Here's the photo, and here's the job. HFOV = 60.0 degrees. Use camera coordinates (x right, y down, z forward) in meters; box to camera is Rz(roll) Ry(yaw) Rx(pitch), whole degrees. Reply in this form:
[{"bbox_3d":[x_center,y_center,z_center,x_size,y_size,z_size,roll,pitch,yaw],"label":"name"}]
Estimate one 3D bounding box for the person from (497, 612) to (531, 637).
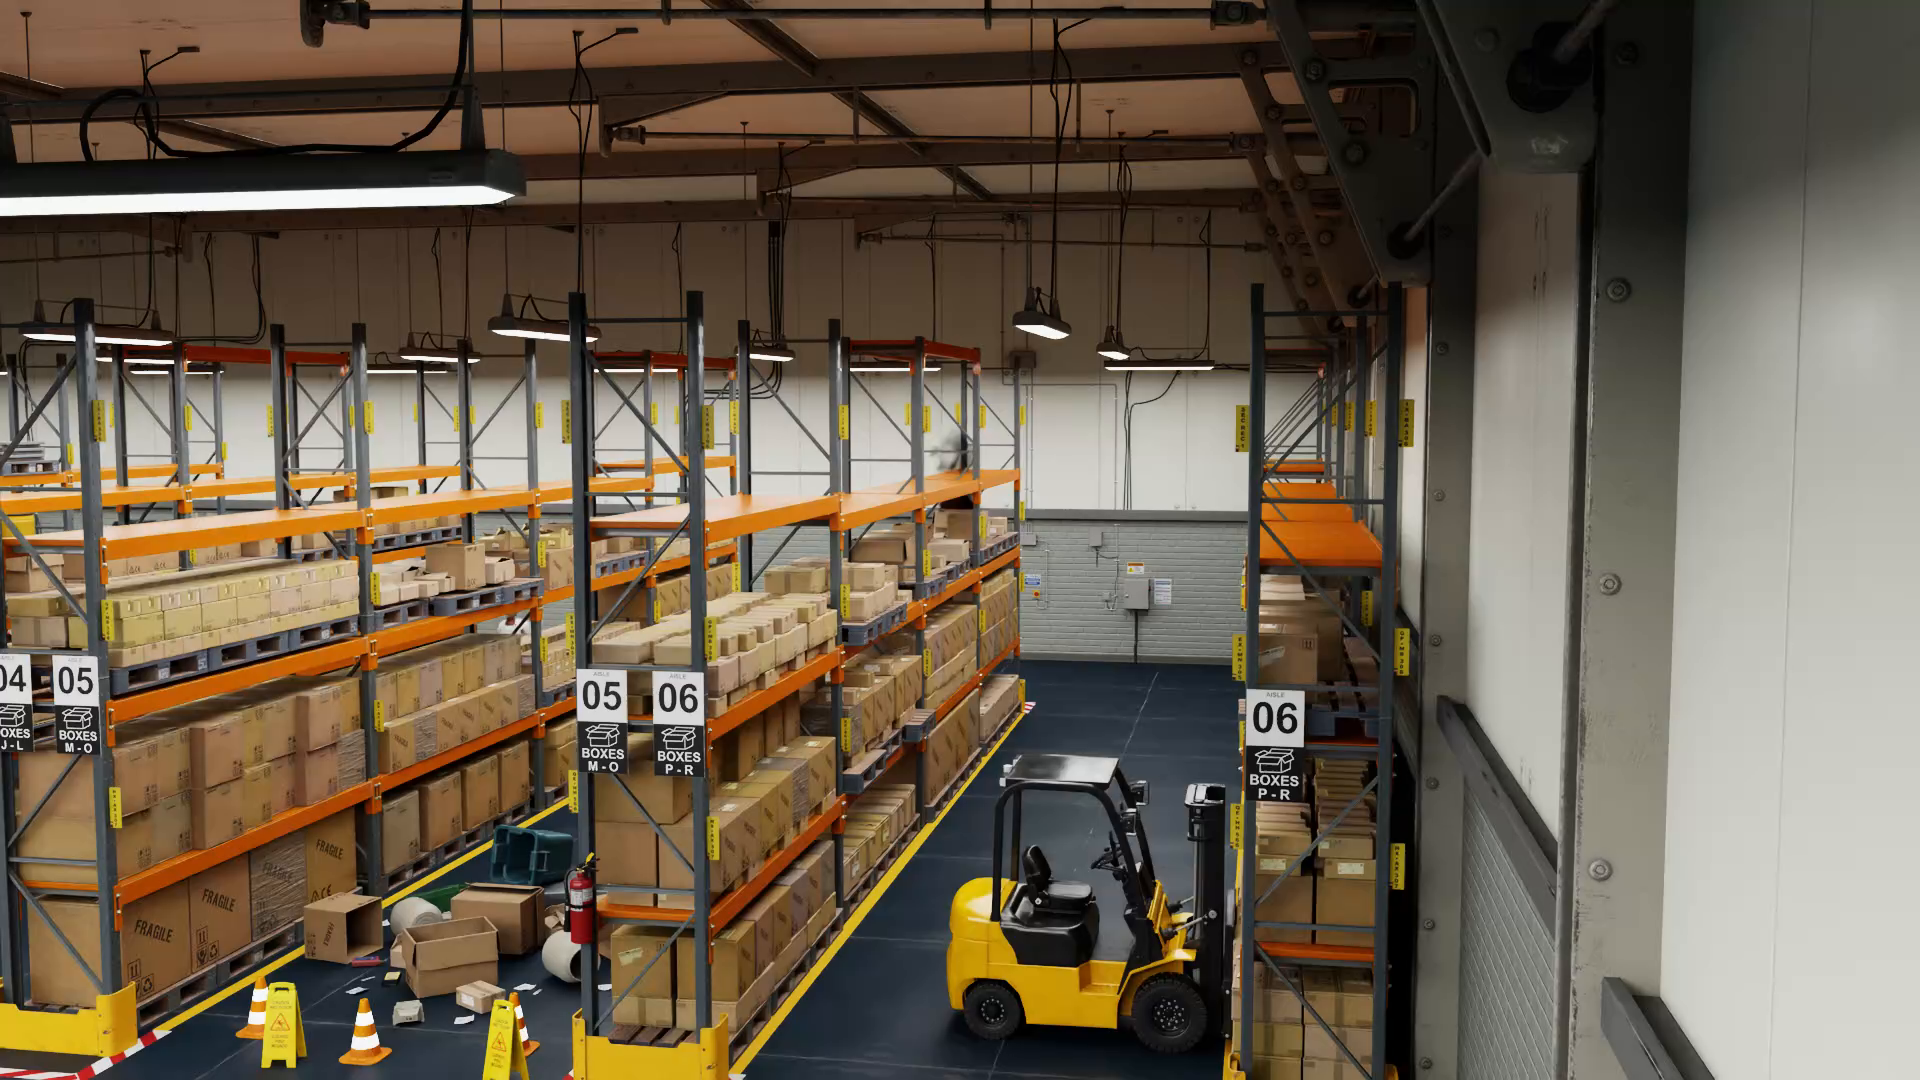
[{"bbox_3d":[-7.756,1.985,28.831,0.699,1.752,0.662,0,5,4],"label":"person"}]
